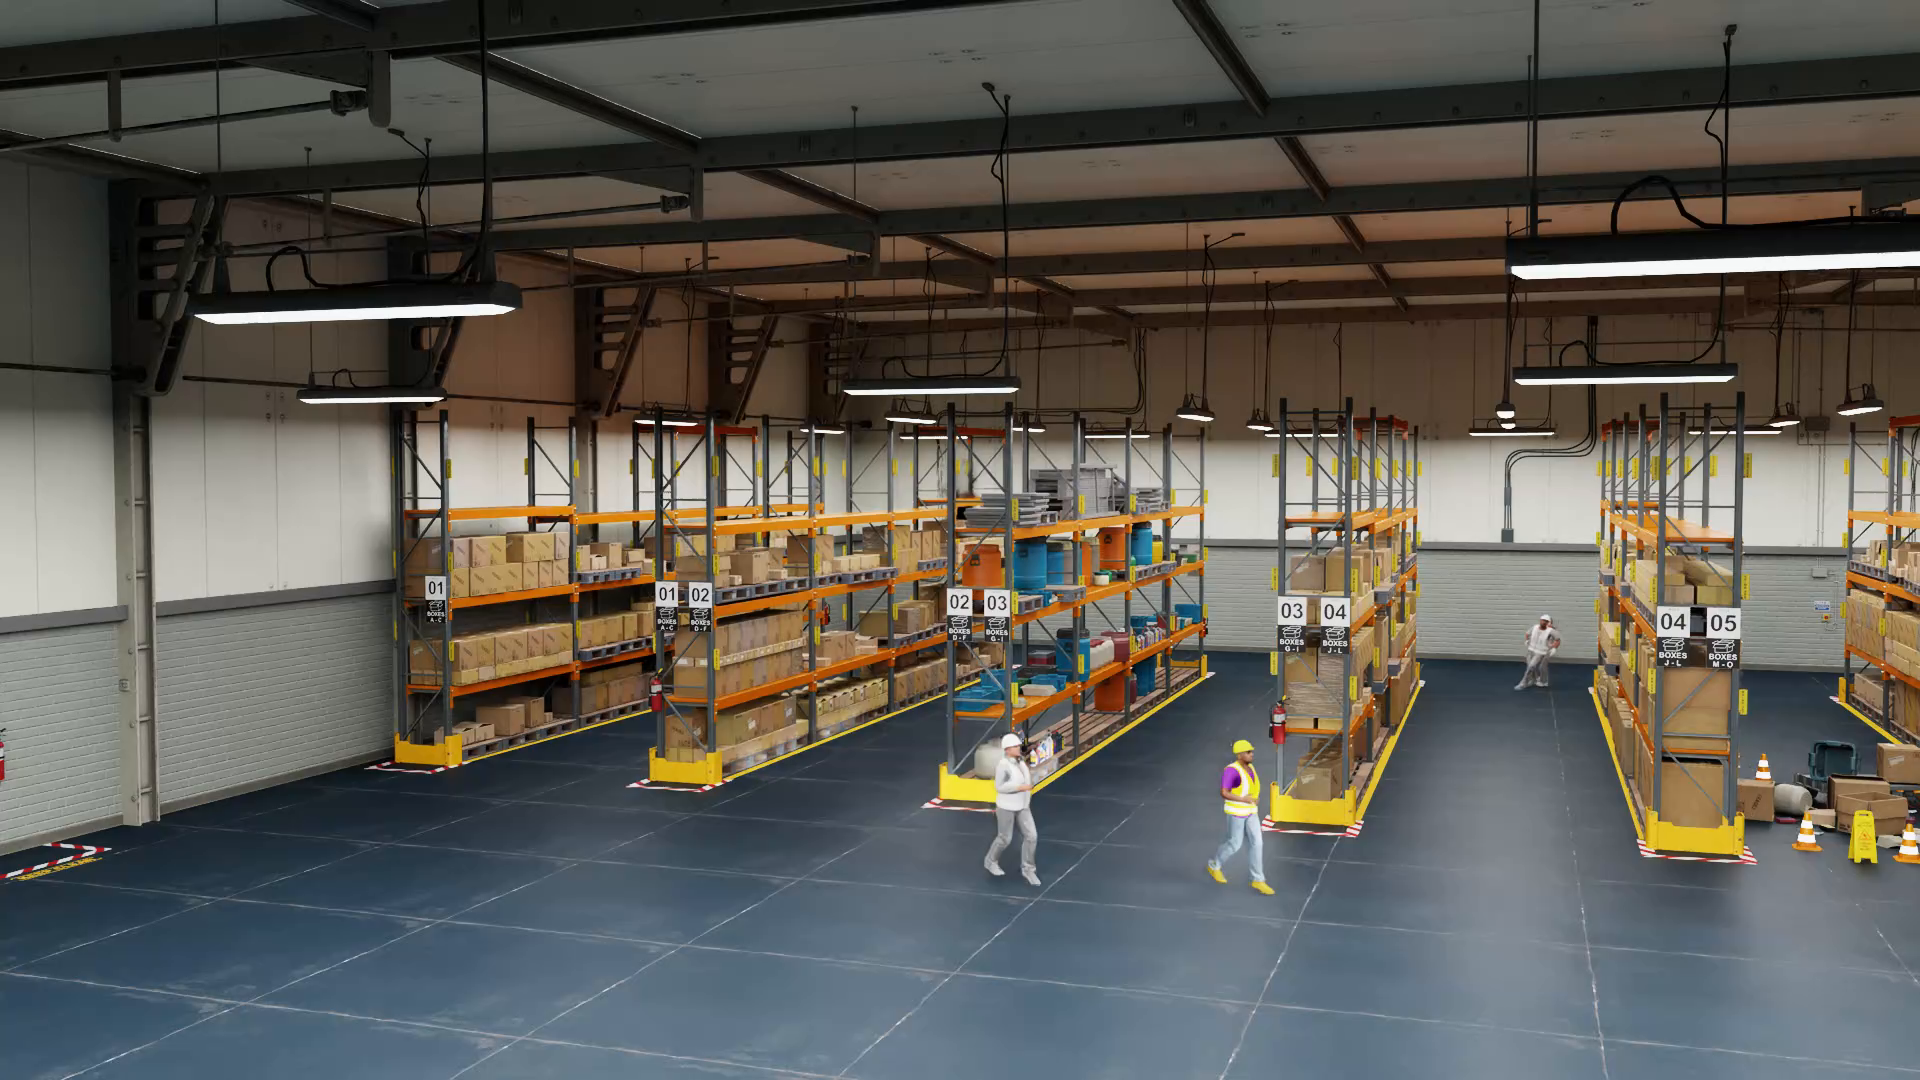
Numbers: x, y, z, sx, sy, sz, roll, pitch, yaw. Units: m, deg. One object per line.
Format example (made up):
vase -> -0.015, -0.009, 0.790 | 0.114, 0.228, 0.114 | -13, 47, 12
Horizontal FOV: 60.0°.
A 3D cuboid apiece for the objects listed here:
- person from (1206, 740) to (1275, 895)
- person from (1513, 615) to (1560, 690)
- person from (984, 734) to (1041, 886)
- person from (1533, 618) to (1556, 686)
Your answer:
person -> 3.317, 3.263, 19.744 | 0.687, 1.784, 0.902 | -2, 3, -42
person -> 12.916, 2.528, 37.531 | 0.925, 1.706, 0.828 | -1, 3, -25
person -> 0.622, 3.256, 20.097 | 0.801, 1.836, 0.643 | 2, 3, 44
person -> 13.359, 2.558, 38.019 | 0.588, 1.614, 0.619 | -1, 3, -27
